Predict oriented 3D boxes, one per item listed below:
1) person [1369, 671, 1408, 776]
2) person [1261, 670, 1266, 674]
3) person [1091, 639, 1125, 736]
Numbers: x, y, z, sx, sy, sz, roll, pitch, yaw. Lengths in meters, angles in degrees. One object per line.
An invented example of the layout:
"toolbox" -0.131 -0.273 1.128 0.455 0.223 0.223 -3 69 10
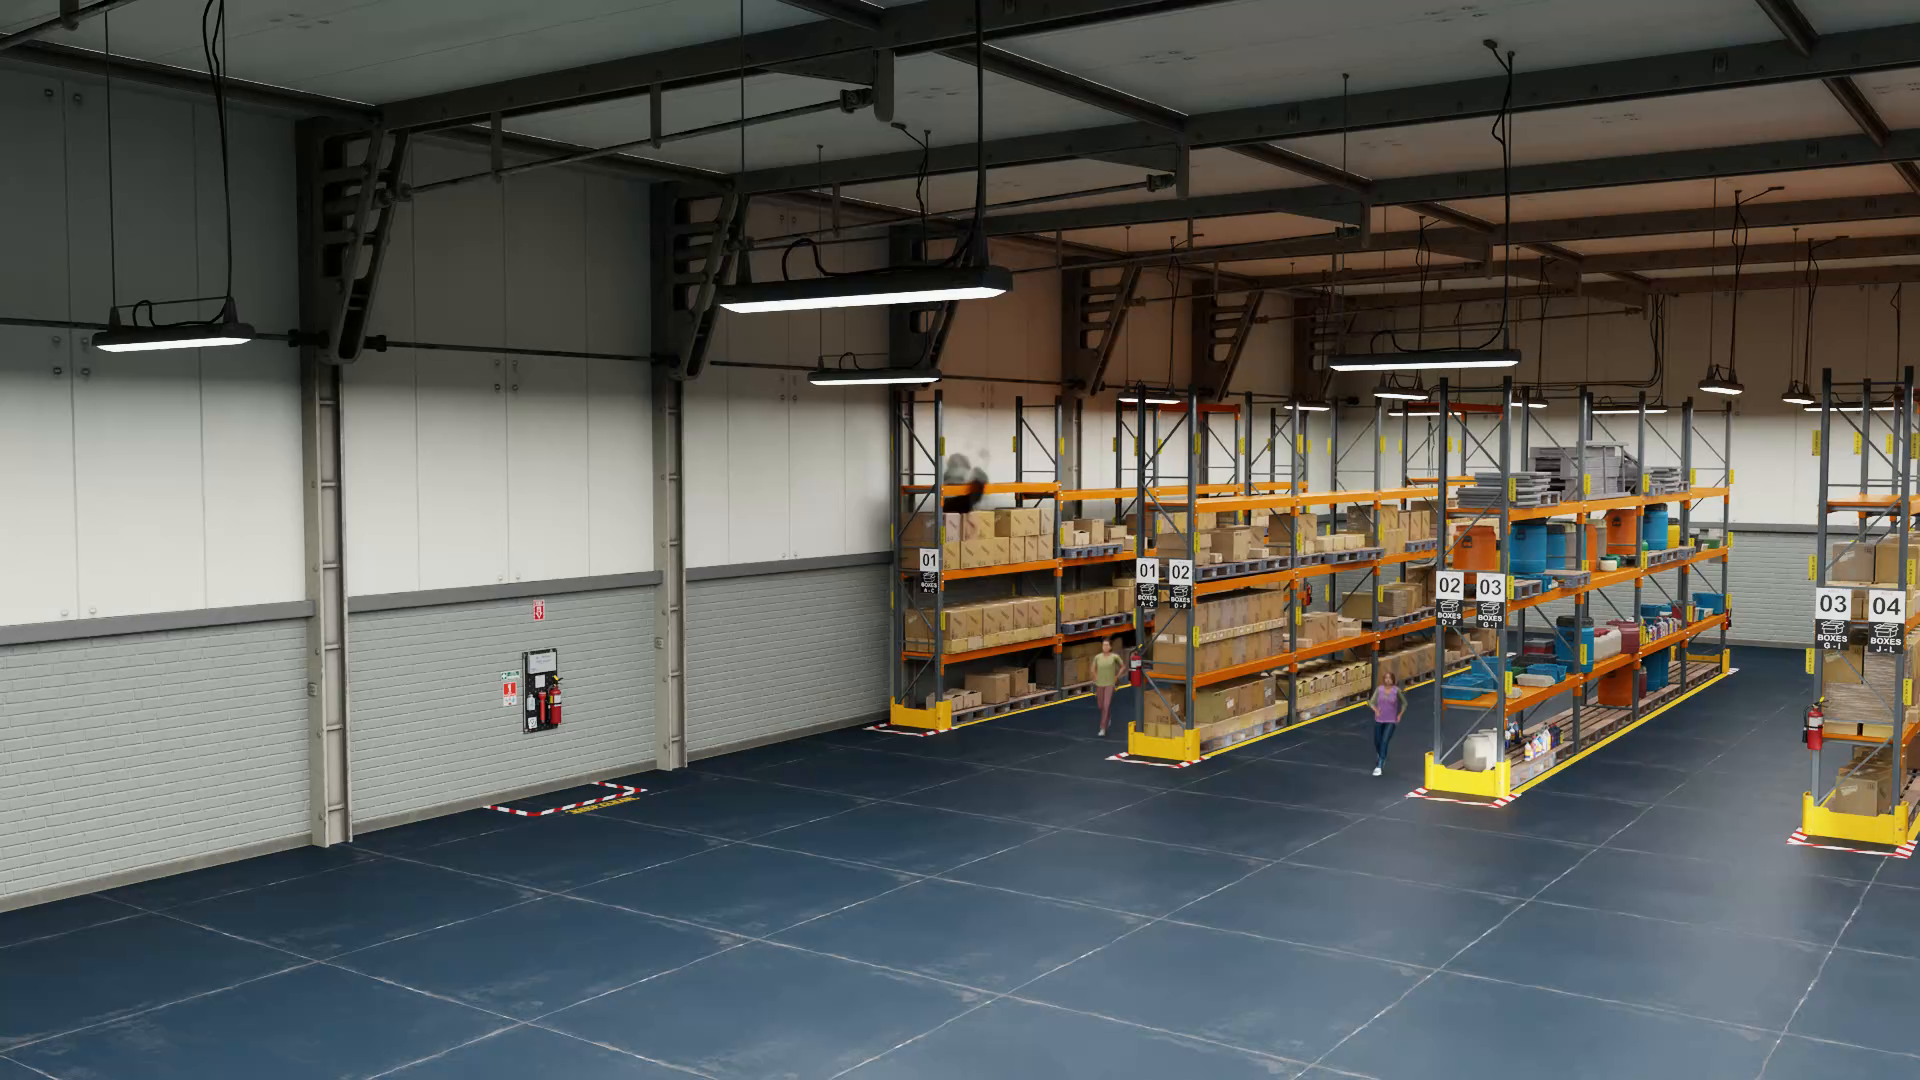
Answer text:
"person" 6.538 2.784 25.462 0.551 1.571 0.735 1 3 23
"person" 6.068 2.279 33.784 0.539 1.731 0.762 3 4 38
"person" 2.543 2.528 28.849 0.590 1.643 0.880 1 3 19
